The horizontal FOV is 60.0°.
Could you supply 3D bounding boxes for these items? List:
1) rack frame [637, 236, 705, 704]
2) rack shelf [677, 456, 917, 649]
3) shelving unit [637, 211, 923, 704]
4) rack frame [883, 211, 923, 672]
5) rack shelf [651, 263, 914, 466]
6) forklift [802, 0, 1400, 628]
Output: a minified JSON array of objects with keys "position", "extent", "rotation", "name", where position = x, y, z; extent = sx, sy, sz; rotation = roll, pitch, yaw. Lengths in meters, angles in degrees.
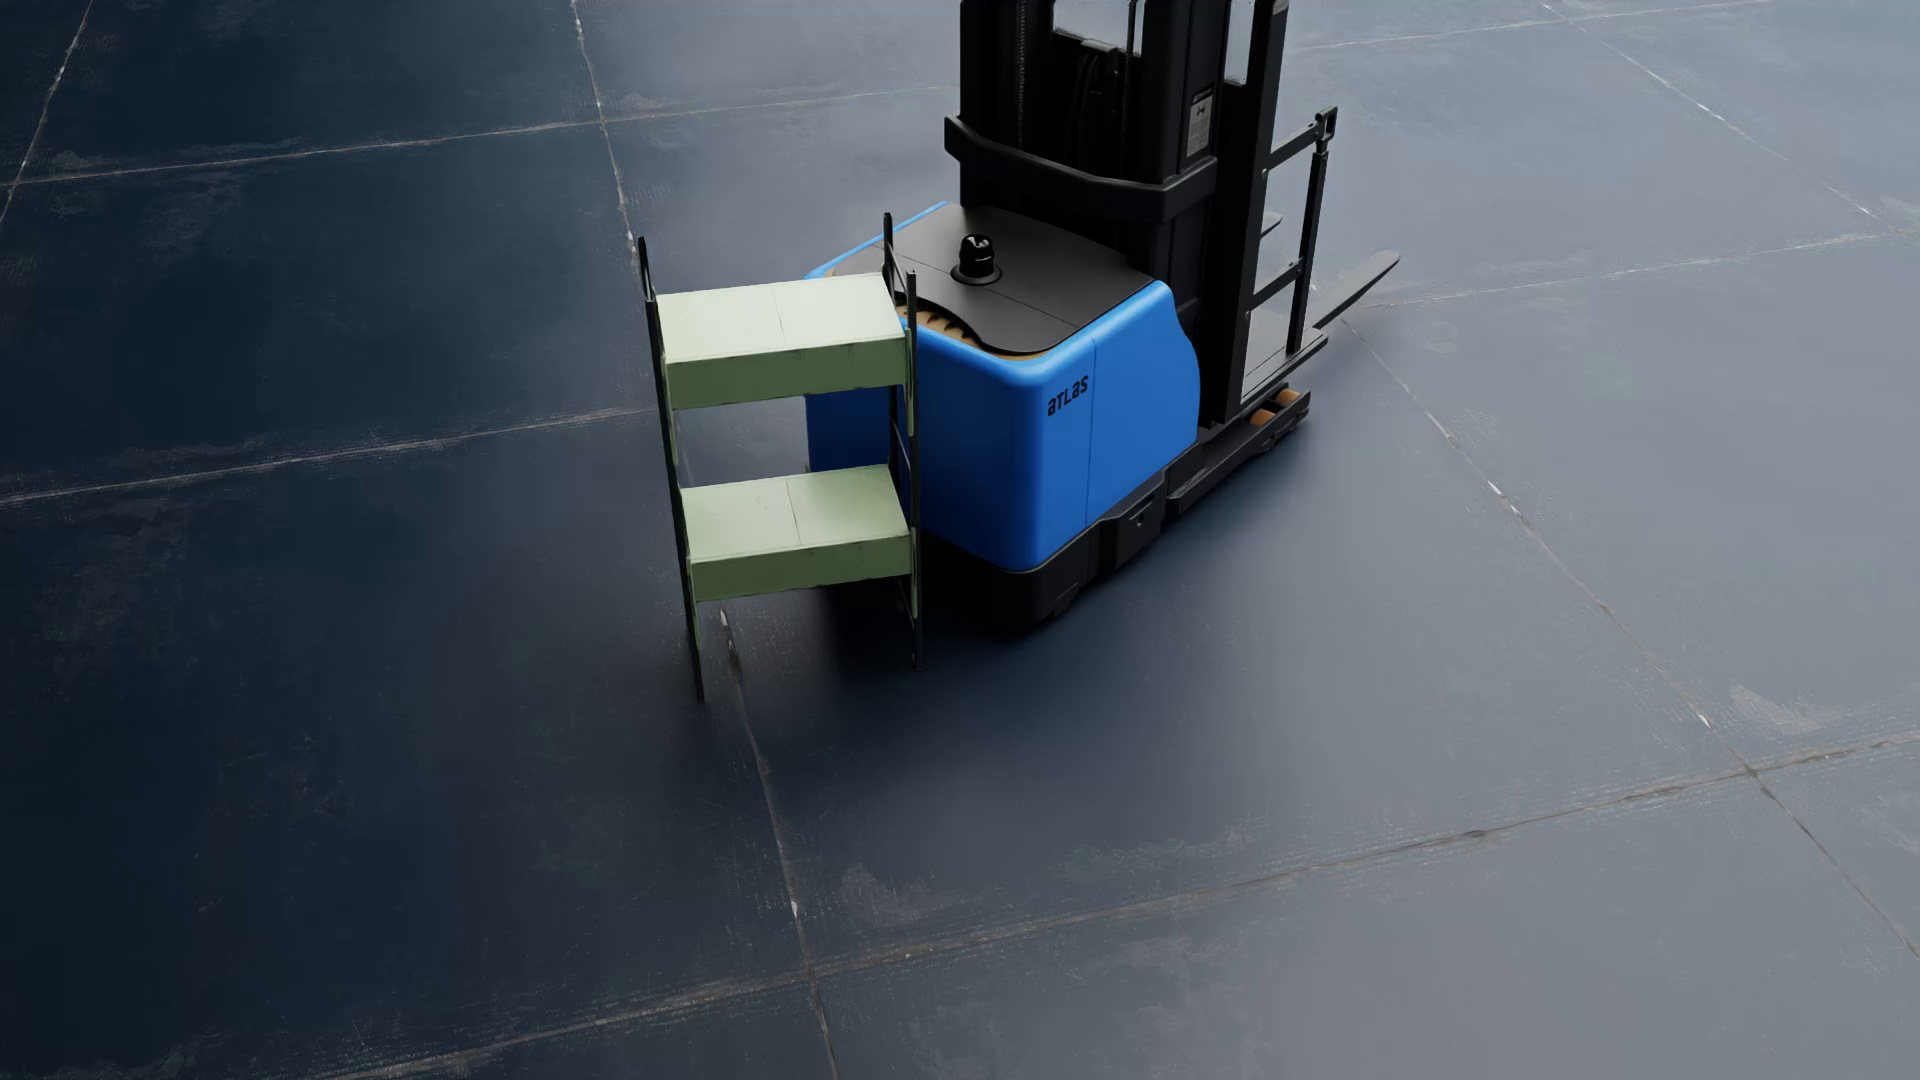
[{"position":[-0.892,-0.176,5.170],"extent":[0.023,1.500,0.400],"rotation":[-8,38,-10],"name":"rack frame"},{"position":[-0.535,0.035,5.431],"extent":[0.720,0.370,0.431],"rotation":[-8,38,-10],"name":"rack shelf"},{"position":[-0.535,-0.224,5.232],"extent":[0.755,1.500,0.431],"rotation":[-8,38,-10],"name":"shelving unit"},{"position":[-0.177,-0.272,5.295],"extent":[0.023,1.500,0.400],"rotation":[-8,38,-10],"name":"rack frame"},{"position":[-0.535,-0.534,4.995],"extent":[0.720,0.370,0.431],"rotation":[-8,38,-10],"name":"rack shelf"},{"position":[0.764,-1.691,5.972],"extent":[1.130,2.935,3.031],"rotation":[27,45,30],"name":"forklift"}]
